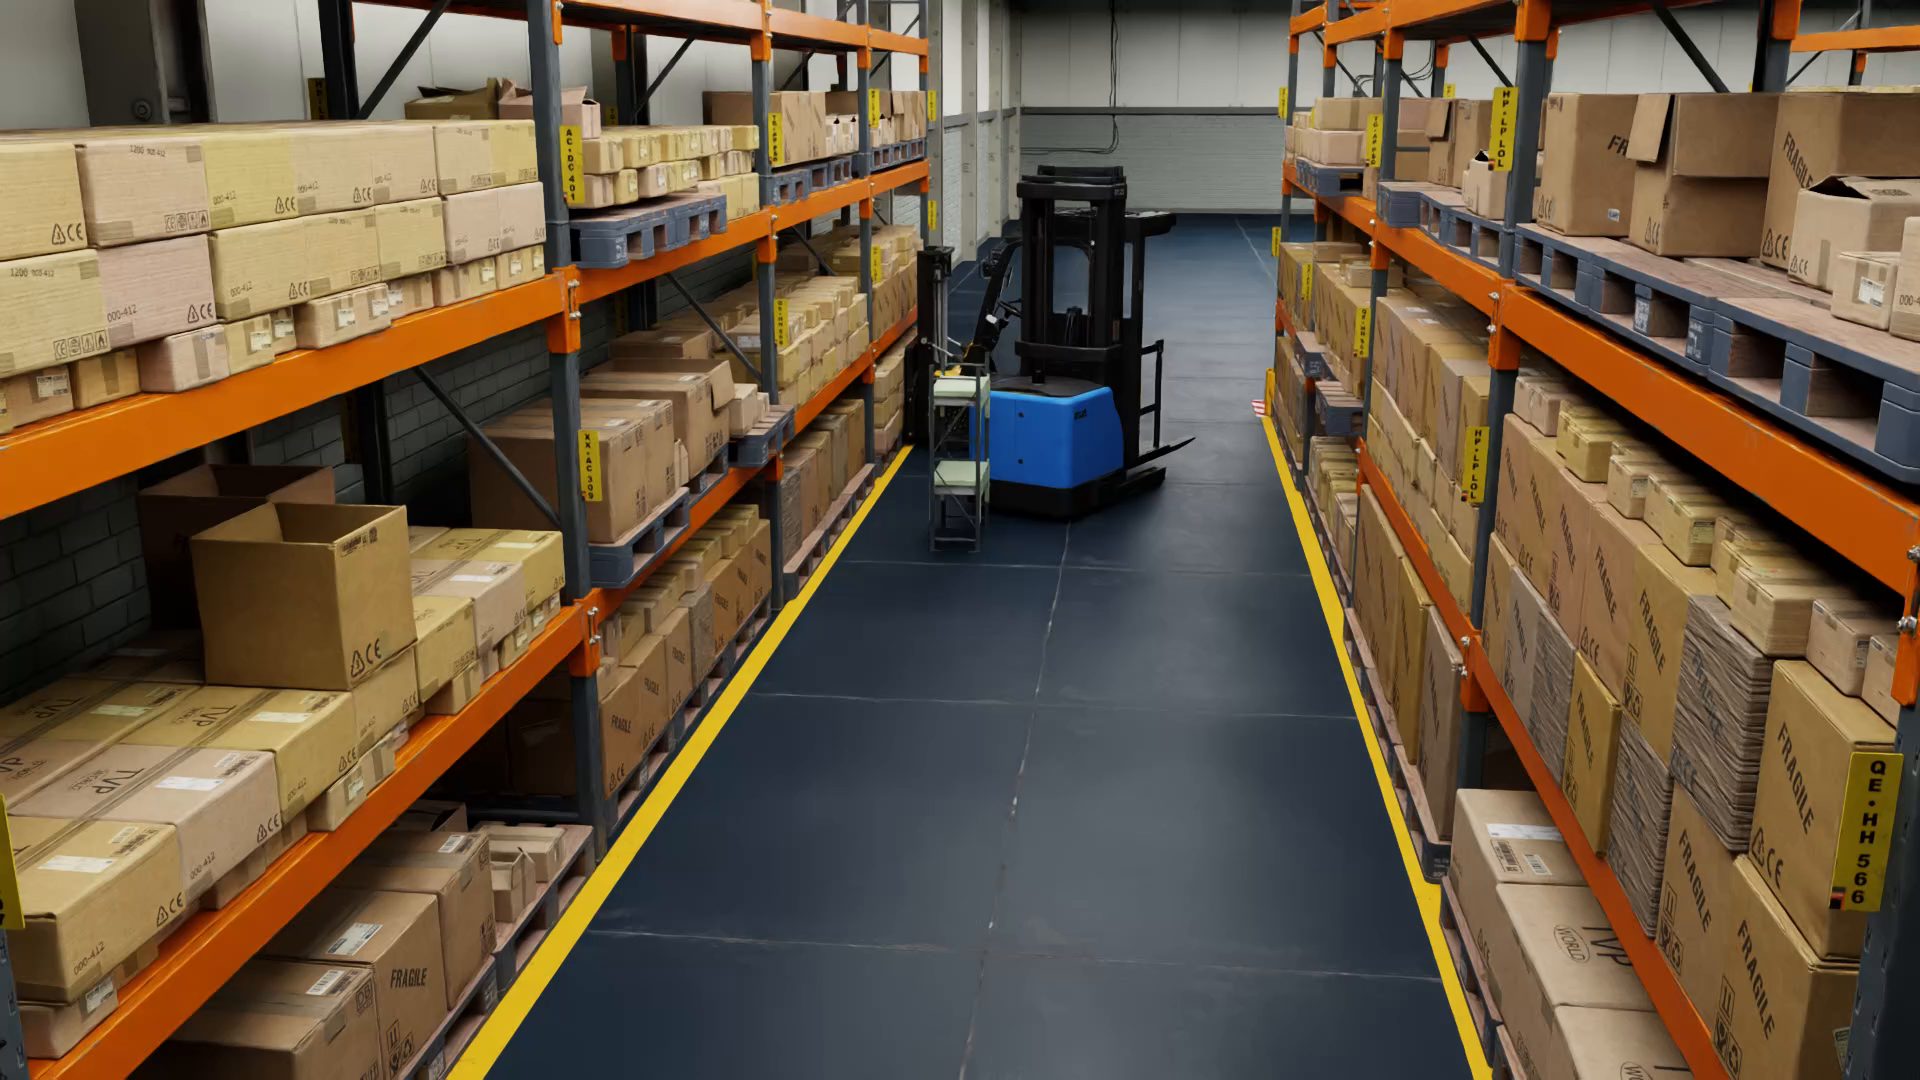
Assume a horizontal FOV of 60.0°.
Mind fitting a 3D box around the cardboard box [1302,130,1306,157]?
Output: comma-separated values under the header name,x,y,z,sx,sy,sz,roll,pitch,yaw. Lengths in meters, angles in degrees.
name,x,y,z,sx,sy,sz,roll,pitch,yaw
cardboard box,3.535,-3.765,15.808,0.500,0.250,0.500,1,15,5

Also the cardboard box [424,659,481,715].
name,x,y,z,sx,sy,sz,roll,pitch,yaw
cardboard box,-2.066,0.552,6.357,0.380,0.149,0.250,1,15,5

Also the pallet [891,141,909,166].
name,x,y,z,sx,sy,sz,roll,pitch,yaw
pallet,-1.097,-3.948,16.939,1.003,0.211,1.213,2,15,6

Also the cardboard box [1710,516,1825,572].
name,x,y,z,sx,sy,sz,roll,pitch,yaw
cardboard box,2.231,0.043,4.405,0.380,0.149,0.250,2,15,6

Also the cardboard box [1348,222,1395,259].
name,x,y,z,sx,sy,sz,roll,pitch,yaw
cardboard box,3.890,-2.642,15.010,0.700,0.500,0.500,2,15,6

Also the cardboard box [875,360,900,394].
name,x,y,z,sx,sy,sz,roll,pitch,yaw
cardboard box,-0.874,-1.612,16.424,0.500,0.250,0.500,2,15,6

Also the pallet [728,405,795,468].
name,x,y,z,sx,sy,sz,roll,pitch,yaw
pallet,-1.766,-0.697,10.862,1.213,0.211,1.003,2,15,6

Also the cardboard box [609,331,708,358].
name,x,y,z,sx,sy,sz,roll,pitch,yaw
cardboard box,-1.973,-1.090,10.950,0.500,0.500,0.500,2,15,9

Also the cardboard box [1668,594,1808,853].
name,x,y,z,sx,sy,sz,roll,pitch,yaw
cardboard box,2.118,0.453,4.134,0.500,0.500,0.500,2,15,6

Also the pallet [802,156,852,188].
name,x,y,z,sx,sy,sz,roll,pitch,yaw
pallet,-1.395,-3.132,14.117,0.805,0.209,1.217,1,15,4

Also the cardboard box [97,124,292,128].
name,x,y,z,sx,sy,sz,roll,pitch,yaw
cardboard box,-2.649,-1.304,5.752,0.500,0.250,0.500,2,15,6

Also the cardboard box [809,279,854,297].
name,x,y,z,sx,sy,sz,roll,pitch,yaw
cardboard box,-1.137,-2.204,14.632,0.380,0.149,0.250,1,15,5

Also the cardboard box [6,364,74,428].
name,x,y,z,sx,sy,sz,roll,pitch,yaw
cardboard box,-2.391,-0.364,3.997,0.380,0.149,0.250,2,15,7

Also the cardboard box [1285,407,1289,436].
name,x,y,z,sx,sy,sz,roll,pitch,yaw
cardboard box,3.536,-1.167,16.694,0.500,0.250,0.500,2,15,7

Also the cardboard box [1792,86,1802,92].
name,x,y,z,sx,sy,sz,roll,pitch,yaw
cardboard box,8.565,-4.466,16.644,0.380,0.149,0.250,2,15,7

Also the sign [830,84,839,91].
name,x,y,z,sx,sy,sz,roll,pitch,yaw
sign,-1.407,-4.969,18.718,0.100,0.325,0.005,2,15,6

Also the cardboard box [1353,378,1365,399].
name,x,y,z,sx,sy,sz,roll,pitch,yaw
cardboard box,2.935,-1.068,11.541,0.380,0.149,0.250,2,15,7

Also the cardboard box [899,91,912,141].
name,x,y,z,sx,sy,sz,roll,pitch,yaw
cardboard box,-0.879,-4.405,17.273,0.700,0.500,0.500,2,15,7

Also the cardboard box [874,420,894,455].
name,x,y,z,sx,sy,sz,roll,pitch,yaw
cardboard box,-0.924,-0.996,16.063,0.500,0.250,0.500,2,15,7

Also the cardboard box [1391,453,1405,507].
name,x,y,z,sx,sy,sz,roll,pitch,yaw
cardboard box,2.763,-0.361,9.538,0.500,0.250,0.500,2,15,8

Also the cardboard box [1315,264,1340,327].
name,x,y,z,sx,sy,sz,roll,pitch,yaw
cardboard box,3.231,-2.012,13.789,0.500,0.500,0.500,2,15,6

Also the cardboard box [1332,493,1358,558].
name,x,y,z,sx,sy,sz,roll,pitch,yaw
cardboard box,3.322,-0.095,12.495,0.950,0.372,0.625,1,15,5

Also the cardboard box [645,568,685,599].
name,x,y,z,sx,sy,sz,roll,pitch,yaw
cardboard box,-1.819,0.264,9.681,0.380,0.149,0.250,2,15,6

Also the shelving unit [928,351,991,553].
name,x,y,z,sx,sy,sz,roll,pitch,yaw
shelving unit,0.001,-0.726,13.473,0.431,1.500,0.755,2,15,6

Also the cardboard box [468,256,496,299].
name,x,y,z,sx,sy,sz,roll,pitch,yaw
cardboard box,-2.027,-1.022,6.431,0.380,0.149,0.250,2,15,8

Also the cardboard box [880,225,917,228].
name,x,y,z,sx,sy,sz,roll,pitch,yaw
cardboard box,-0.688,-3.449,18.665,0.380,0.149,0.250,2,15,6

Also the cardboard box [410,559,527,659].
name,x,y,z,sx,sy,sz,roll,pitch,yaw
cardboard box,-2.068,0.268,6.642,0.500,0.250,0.500,2,15,6

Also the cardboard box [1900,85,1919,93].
name,x,y,z,sx,sy,sz,roll,pitch,yaw
cardboard box,8.279,-3.807,14.207,0.380,0.149,0.250,2,15,6

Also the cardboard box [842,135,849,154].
name,x,y,z,sx,sy,sz,roll,pitch,yaw
cardboard box,-1.130,-3.289,13.817,0.380,0.149,0.250,2,15,6

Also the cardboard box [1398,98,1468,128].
name,x,y,z,sx,sy,sz,roll,pitch,yaw
cardboard box,3.592,-3.260,12.751,0.500,0.250,0.500,2,15,7

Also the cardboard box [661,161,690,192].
name,x,y,z,sx,sy,sz,roll,pitch,yaw
cardboard box,-1.631,-1.904,8.697,0.380,0.149,0.250,2,15,8

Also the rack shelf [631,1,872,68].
name,x,y,z,sx,sy,sz,roll,pitch,yaw
rack shelf,-1.534,-3.842,12.776,1.077,0.370,4.000,2,15,6

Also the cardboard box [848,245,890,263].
name,x,y,z,sx,sy,sz,roll,pitch,yaw
cardboard box,-0.886,-2.785,16.210,0.380,0.149,0.250,2,15,8

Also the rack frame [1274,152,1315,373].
name,x,y,z,sx,sy,sz,roll,pitch,yaw
rack frame,4.076,-2.897,18.631,1.000,3.000,0.127,2,15,6

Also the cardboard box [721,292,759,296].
name,x,y,z,sx,sy,sz,roll,pitch,yaw
cardboard box,-1.757,-1.953,13.703,0.380,0.149,0.250,2,15,6

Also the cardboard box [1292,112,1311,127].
name,x,y,z,sx,sy,sz,roll,pitch,yaw
cardboard box,3.629,-4.331,17.140,0.380,0.149,0.250,2,15,6

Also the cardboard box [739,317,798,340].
name,x,y,z,sx,sy,sz,roll,pitch,yaw
cardboard box,-1.398,-1.540,12.176,0.380,0.149,0.250,2,15,8

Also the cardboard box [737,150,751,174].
name,x,y,z,sx,sy,sz,roll,pitch,yaw
cardboard box,-1.560,-2.437,10.704,0.380,0.149,0.250,2,15,7

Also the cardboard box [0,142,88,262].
name,x,y,z,sx,sy,sz,roll,pitch,yaw
cardboard box,-2.362,-0.761,3.744,0.500,0.250,0.500,2,15,6

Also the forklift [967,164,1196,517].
name,x,y,z,sx,sy,sz,roll,pitch,yaw
forklift,1.270,-1.944,15.235,1.130,2.935,3.031,9,18,31

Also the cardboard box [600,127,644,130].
name,x,y,z,sx,sy,sz,roll,pitch,yaw
cardboard box,-2.160,-2.463,10.233,0.380,0.149,0.250,2,15,6

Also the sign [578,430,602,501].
name,x,y,z,sx,sy,sz,roll,pitch,yaw
sign,-1.671,-0.334,7.493,0.100,0.325,0.005,2,15,6

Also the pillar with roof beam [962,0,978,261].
name,x,y,z,sx,sy,sz,roll,pitch,yaw
pillar with roof beam,4.478,-10.326,34.611,9.100,9.000,0.400,2,15,6

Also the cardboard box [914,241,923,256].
name,x,y,z,sx,sy,sz,roll,pitch,yaw
cardboard box,-0.617,-3.239,18.459,0.380,0.149,0.250,2,15,7

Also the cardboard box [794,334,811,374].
name,x,y,z,sx,sy,sz,roll,pitch,yaw
cardboard box,-1.409,-1.374,12.328,0.500,0.250,0.500,2,15,8

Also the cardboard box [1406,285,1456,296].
name,x,y,z,sx,sy,sz,roll,pitch,yaw
cardboard box,3.559,-1.600,12.268,0.500,0.500,0.500,2,15,7

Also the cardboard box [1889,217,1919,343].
name,x,y,z,sx,sy,sz,roll,pitch,yaw
cardboard box,2.232,-0.494,3.286,0.500,0.250,0.500,0,15,1

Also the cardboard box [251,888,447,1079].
name,x,y,z,sx,sy,sz,roll,pitch,yaw
cardboard box,-2.205,1.600,5.981,0.500,0.500,0.500,2,15,7

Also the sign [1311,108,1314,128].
name,x,y,z,sx,sy,sz,roll,pitch,yaw
sign,3.084,-3.572,14.387,0.100,0.325,0.005,2,15,6

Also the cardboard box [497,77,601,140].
name,x,y,z,sx,sy,sz,roll,pitch,yaw
cardboard box,-1.830,-1.919,7.389,0.396,0.266,0.258,2,15,6

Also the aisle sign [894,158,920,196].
name,x,y,z,sx,sy,sz,roll,pitch,yaw
aisle sign,-0.557,-4.306,18.860,0.394,0.787,0.004,2,15,6

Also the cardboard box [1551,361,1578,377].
name,x,y,z,sx,sy,sz,roll,pitch,yaw
cardboard box,3.087,-0.554,7.859,0.500,0.500,0.500,2,15,6

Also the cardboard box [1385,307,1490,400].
name,x,y,z,sx,sy,sz,roll,pitch,yaw
cardboard box,2.828,-1.104,9.891,0.500,0.500,0.500,2,15,6

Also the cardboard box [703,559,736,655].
name,x,y,z,sx,sy,sz,roll,pitch,yaw
cardboard box,-1.717,0.417,10.356,0.500,0.500,0.500,2,15,9

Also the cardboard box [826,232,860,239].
name,x,y,z,sx,sy,sz,roll,pitch,yaw
cardboard box,-1.233,-3.198,17.739,0.380,0.149,0.250,2,15,8

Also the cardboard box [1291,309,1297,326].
name,x,y,z,sx,sy,sz,roll,pitch,yaw
cardboard box,3.521,-2.228,16.636,0.380,0.149,0.250,2,15,7

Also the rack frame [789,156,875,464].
name,x,y,z,sx,sy,sz,roll,pitch,yaw
rack frame,-1.308,-2.005,15.331,1.000,3.000,0.127,2,15,6

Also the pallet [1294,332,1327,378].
name,x,y,z,sx,sy,sz,roll,pitch,yaw
pallet,3.394,-1.573,14.102,1.003,0.211,1.213,2,15,6

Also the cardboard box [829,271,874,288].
name,x,y,z,sx,sy,sz,roll,pitch,yaw
cardboard box,-1.011,-2.442,15.511,0.380,0.149,0.250,1,15,5

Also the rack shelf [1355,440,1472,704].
name,x,y,z,sx,sy,sz,roll,pitch,yaw
rack shelf,2.947,0.043,9.133,1.077,0.370,4.000,2,15,6
